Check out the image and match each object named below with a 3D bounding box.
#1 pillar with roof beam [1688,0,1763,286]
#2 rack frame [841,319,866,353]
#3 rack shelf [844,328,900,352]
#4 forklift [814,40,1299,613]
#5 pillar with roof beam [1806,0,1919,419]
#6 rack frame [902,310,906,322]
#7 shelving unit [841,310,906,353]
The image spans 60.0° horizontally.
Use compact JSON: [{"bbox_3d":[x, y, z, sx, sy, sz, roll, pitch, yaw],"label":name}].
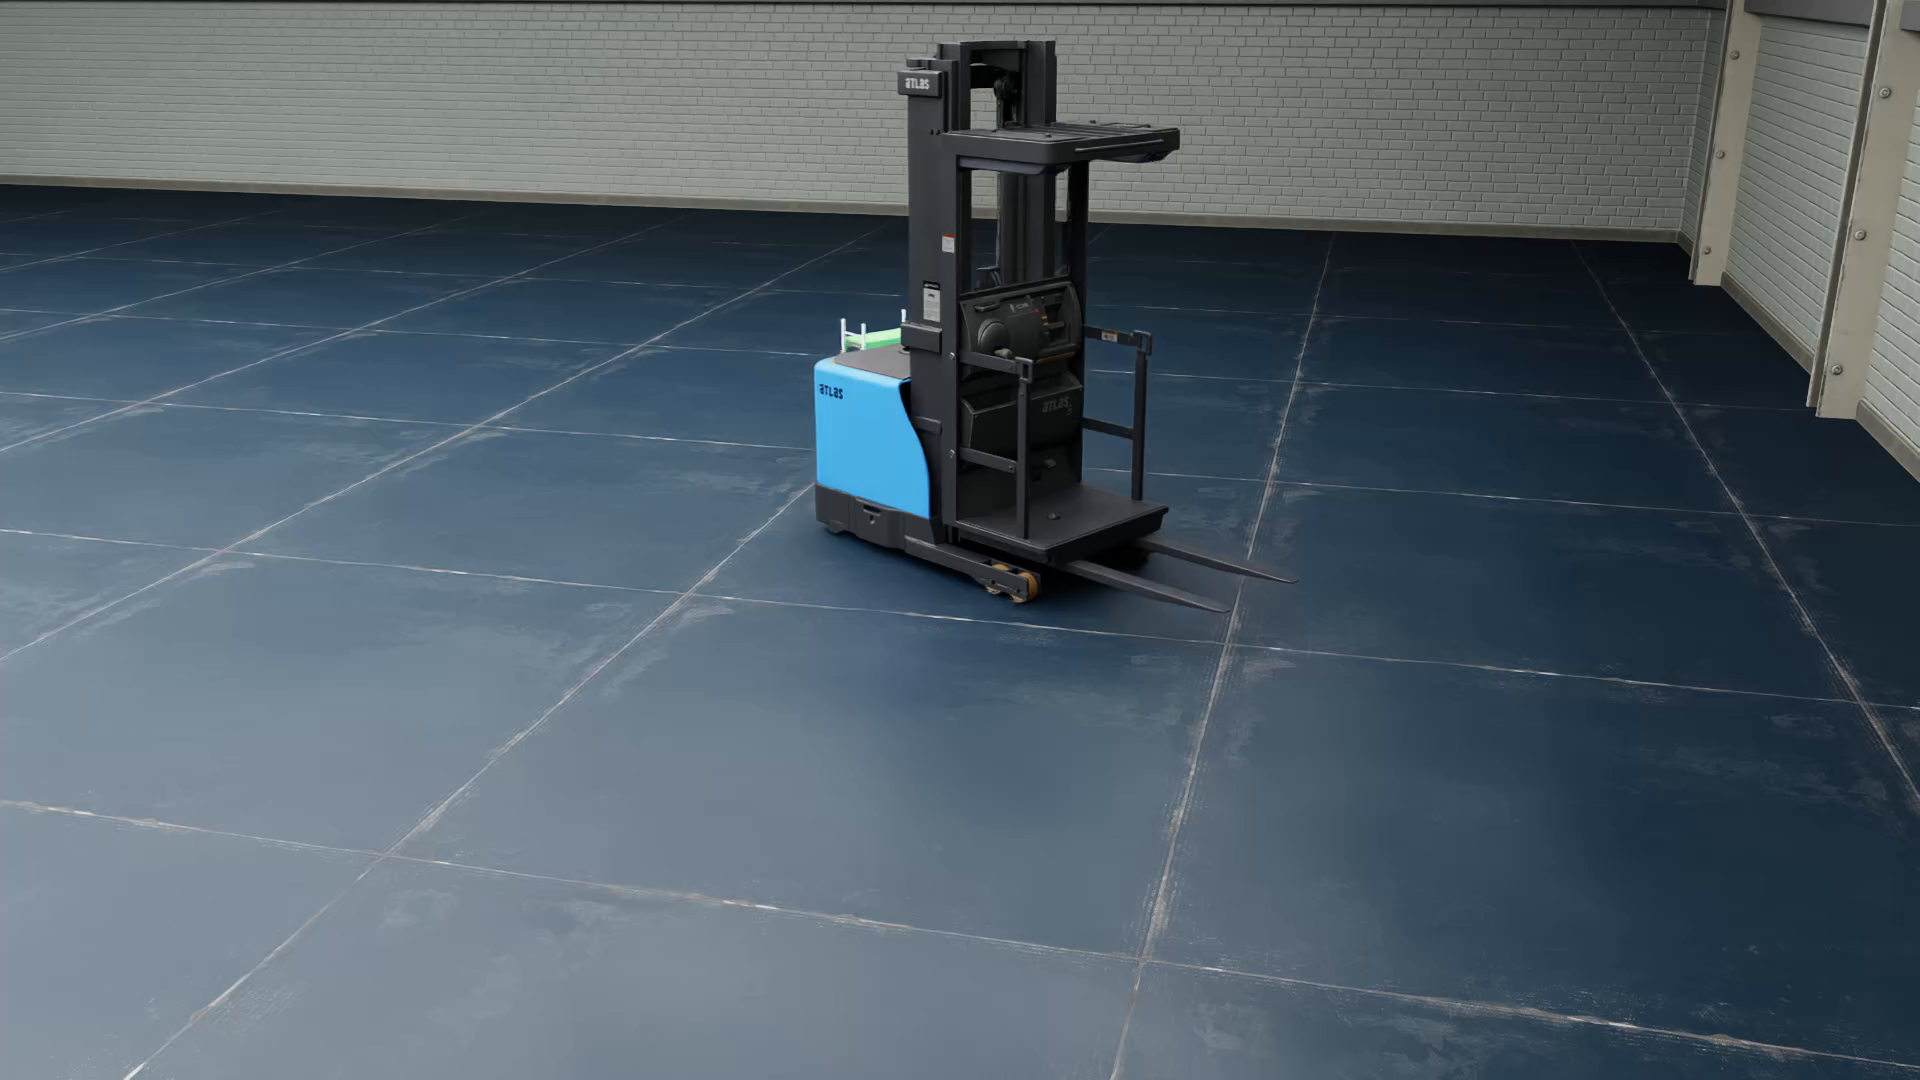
[{"bbox_3d":[4.192,-7.491,18.196,9.100,9.000,0.400,5,19,13],"label":"pillar with roof beam"},{"bbox_3d":[-0.670,-0.811,10.702,0.015,1.200,0.240,-15,23,-37],"label":"rack frame"},{"bbox_3d":[-0.484,-1.256,10.717,0.480,0.148,0.258,-15,23,-37],"label":"rack shelf"},{"bbox_3d":[0.501,-1.230,9.255,3.031,2.935,1.130,18,26,42],"label":"forklift"},{"bbox_3d":[2.726,-5.610,12.690,9.100,9.000,0.400,5,19,13],"label":"pillar with roof beam"},{"bbox_3d":[-0.293,-0.911,10.994,0.015,1.200,0.240,-15,23,-37],"label":"rack frame"},{"bbox_3d":[-0.481,-0.861,10.848,0.503,1.200,0.258,-15,23,-37],"label":"shelving unit"}]
